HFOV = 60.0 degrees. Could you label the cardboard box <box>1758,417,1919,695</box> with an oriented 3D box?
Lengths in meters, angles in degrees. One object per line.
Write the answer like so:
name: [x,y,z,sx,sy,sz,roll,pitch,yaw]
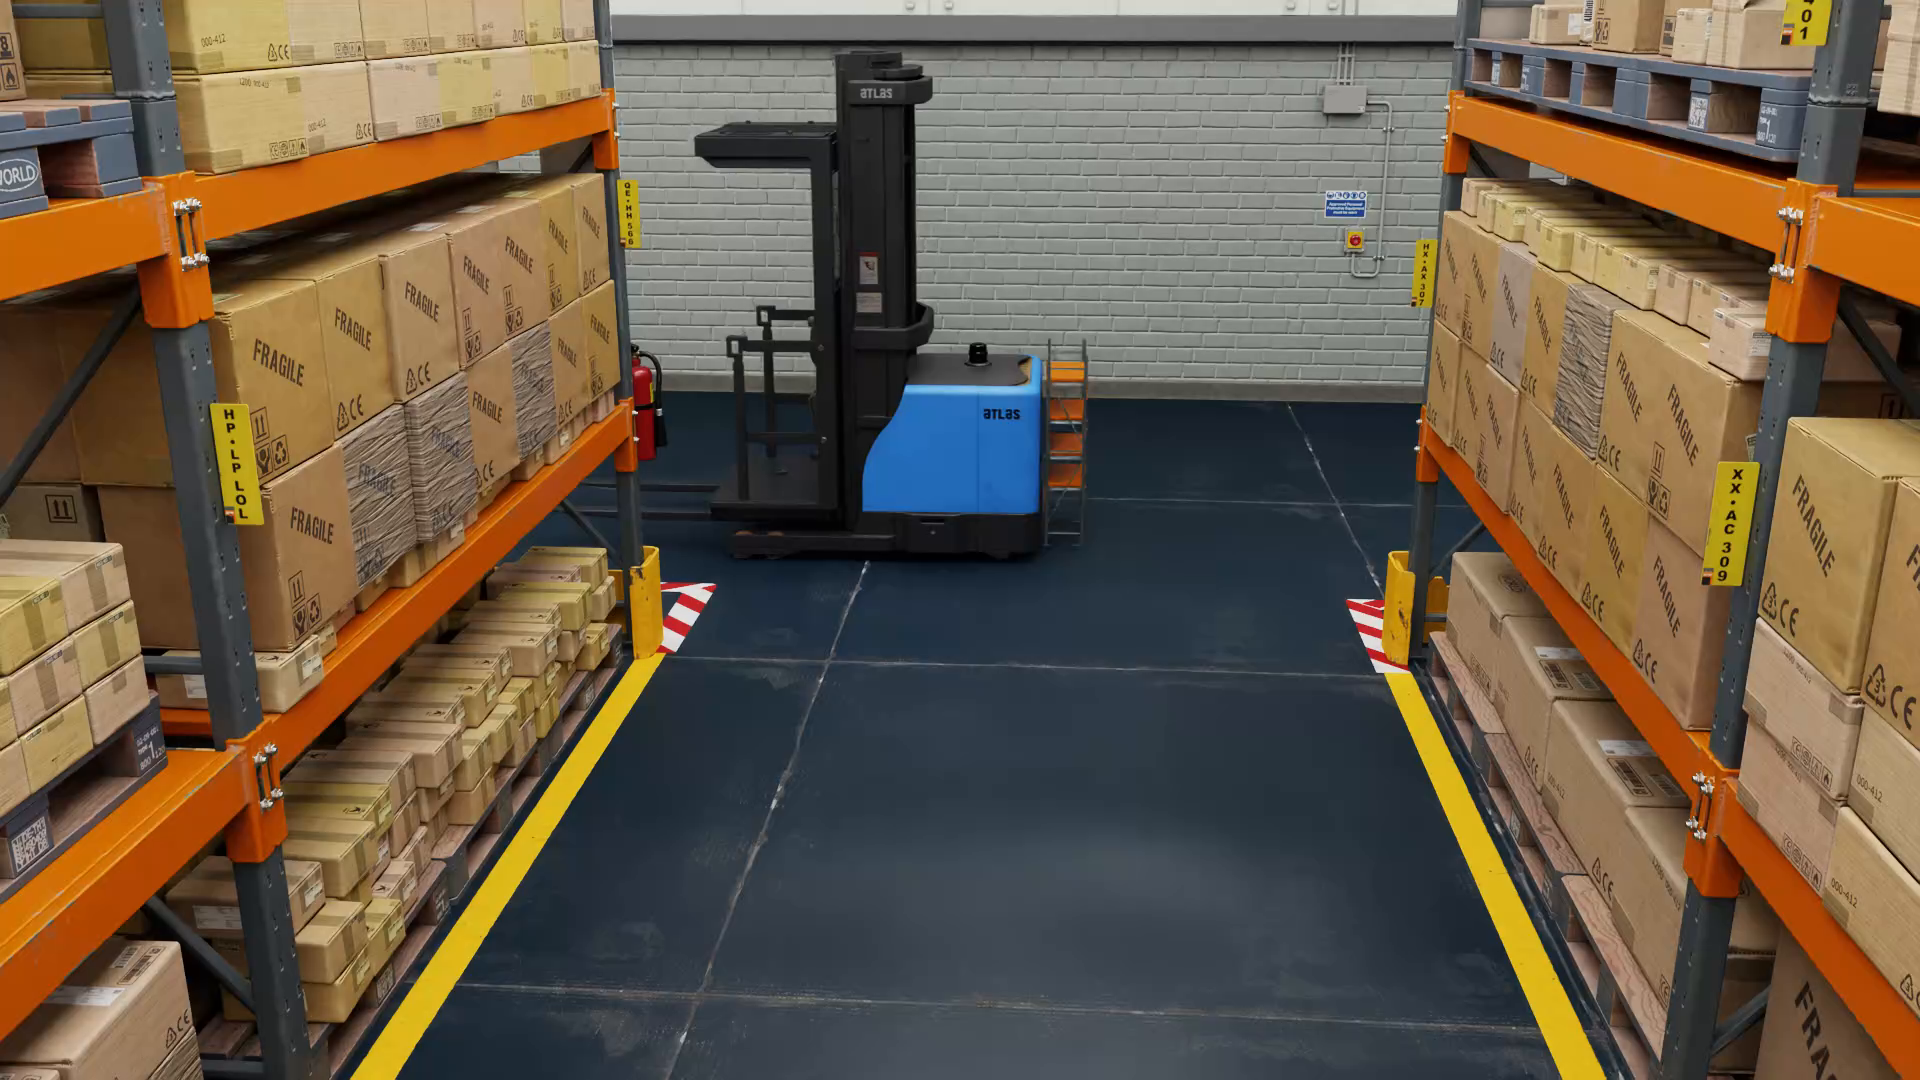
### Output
cardboard box: [2.184,0.029,3.750,0.500,0.500,0.500,1,18,5]

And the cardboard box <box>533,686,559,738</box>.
cardboard box: [-1.968,0.743,7.241,0.380,0.149,0.250,0,18,1]

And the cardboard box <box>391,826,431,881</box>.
cardboard box: [-2.143,1.151,5.997,0.380,0.149,0.250,1,18,3]

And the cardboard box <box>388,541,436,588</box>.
cardboard box: [-2.076,0.054,5.844,0.380,0.149,0.250,2,18,5]

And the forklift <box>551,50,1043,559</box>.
forklift: [-1.004,-1.439,10.106,3.031,2.935,1.130,1,18,3]

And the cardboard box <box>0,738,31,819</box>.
cardboard box: [-2.311,0.548,3.662,0.380,0.149,0.250,1,18,4]

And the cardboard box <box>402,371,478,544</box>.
cardboard box: [-2.055,-0.304,5.895,0.500,0.500,0.500,1,18,3]

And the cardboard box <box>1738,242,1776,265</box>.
cardboard box: [2.825,-0.899,5.542,0.380,0.149,0.250,1,18,4]

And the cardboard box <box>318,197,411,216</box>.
cardboard box: [-2.542,-1.112,6.756,0.500,0.500,0.500,1,18,3]

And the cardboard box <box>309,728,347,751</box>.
cardboard box: [-2.575,0.846,6.452,0.380,0.149,0.250,0,18,1]

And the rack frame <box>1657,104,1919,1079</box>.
rack frame: [2.502,0.422,4.319,1.000,3.000,0.127,1,18,4]

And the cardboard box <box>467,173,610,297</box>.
cardboard box: [-1.941,-1.416,7.683,0.500,0.500,0.500,1,18,3]

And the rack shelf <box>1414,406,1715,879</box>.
rack shelf: [2.645,0.142,6.326,1.077,0.370,4.000,1,18,4]

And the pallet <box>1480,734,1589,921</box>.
pallet: [2.719,1.132,6.628,1.003,0.211,1.213,1,18,4]

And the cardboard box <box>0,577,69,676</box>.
cardboard box: [-2.295,0.192,3.793,0.380,0.149,0.250,1,18,2]

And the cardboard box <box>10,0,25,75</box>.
cardboard box: [-2.663,-1.398,4.494,0.500,0.250,0.500,0,18,1]

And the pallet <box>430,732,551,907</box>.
pallet: [-2.345,1.078,6.793,1.003,0.211,1.213,1,18,4]

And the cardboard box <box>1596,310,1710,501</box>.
cardboard box: [2.305,-0.411,5.094,0.500,0.500,0.500,1,18,3]

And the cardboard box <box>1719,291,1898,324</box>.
cardboard box: [2.334,-0.591,4.603,0.380,0.149,0.250,2,18,5]

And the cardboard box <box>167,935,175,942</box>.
cardboard box: [-2.754,1.368,5.334,0.380,0.149,0.250,2,18,5]

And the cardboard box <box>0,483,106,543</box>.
cardboard box: [-2.690,-0.003,4.976,0.500,0.500,0.500,1,18,4]

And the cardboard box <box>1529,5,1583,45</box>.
cardboard box: [2.481,-2.041,6.586,0.380,0.149,0.250,2,18,6]

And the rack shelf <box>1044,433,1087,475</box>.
rack shelf: [0.657,-0.546,10.380,0.258,0.148,0.480,1,18,3]

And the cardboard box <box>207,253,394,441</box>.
cardboard box: [-2.145,-0.617,5.246,0.500,0.500,0.500,1,18,2]

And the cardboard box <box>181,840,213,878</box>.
cardboard box: [-2.698,1.019,5.446,0.380,0.149,0.250,2,18,5]

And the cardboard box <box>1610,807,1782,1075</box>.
cardboard box: [2.654,1.247,5.240,0.875,0.438,0.875,1,18,3]

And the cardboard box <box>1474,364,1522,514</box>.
cardboard box: [2.405,-0.410,6.697,0.500,0.500,0.500,1,18,4]

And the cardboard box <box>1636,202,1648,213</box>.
cardboard box: [2.975,-1.297,6.755,0.380,0.149,0.250,2,18,5]

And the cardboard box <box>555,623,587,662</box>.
cardboard box: [-1.945,0.446,7.671,0.380,0.149,0.250,1,18,2]

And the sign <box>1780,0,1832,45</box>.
sign: [1.948,-1.299,3.795,0.100,0.325,0.005,1,18,4]

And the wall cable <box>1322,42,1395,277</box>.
wall cable: [3.170,-3.070,13.293,0.585,1.953,0.123,1,18,4]

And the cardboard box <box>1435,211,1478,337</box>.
cardboard box: [2.470,-1.201,7.503,0.500,0.500,0.500,1,18,3]

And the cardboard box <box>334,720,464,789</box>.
cardboard box: [-2.068,0.790,6.143,0.380,0.149,0.250,2,18,5]

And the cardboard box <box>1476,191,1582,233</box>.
cardboard box: [2.406,-1.386,7.028,0.380,0.149,0.250,2,18,6]

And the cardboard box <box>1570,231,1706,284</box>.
cardboard box: [2.364,-0.984,5.802,0.380,0.149,0.250,1,18,4]

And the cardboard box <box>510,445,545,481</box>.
cardboard box: [-1.999,-0.357,7.099,0.380,0.149,0.250,0,18,1]

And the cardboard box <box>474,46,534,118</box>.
cardboard box: [-2.003,-1.794,6.505,0.500,0.250,0.500,2,18,6]

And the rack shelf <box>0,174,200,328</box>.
rack shelf: [-2.586,-0.120,2.310,1.077,0.370,4.000,1,18,4]

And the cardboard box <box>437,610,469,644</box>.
cardboard box: [-2.455,0.433,7.711,0.380,0.149,0.250,2,18,5]

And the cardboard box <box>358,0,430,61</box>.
cardboard box: [-2.079,-1.704,5.426,0.500,0.250,0.500,2,18,5]

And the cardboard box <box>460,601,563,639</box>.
cardboard box: [-1.990,0.382,7.389,0.380,0.149,0.250,1,18,2]

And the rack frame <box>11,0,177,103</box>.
rack frame: [-2.443,-2.508,3.626,1.000,3.000,0.127,1,18,4]

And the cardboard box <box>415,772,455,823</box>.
cardboard box: [-2.122,0.925,6.208,0.380,0.149,0.250,2,18,6]

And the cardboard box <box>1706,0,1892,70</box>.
cardboard box: [2.228,-1.392,4.419,0.396,0.266,0.258,2,18,6]

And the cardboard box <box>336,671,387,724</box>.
cardboard box: [-2.530,0.617,6.670,0.380,0.149,0.250,1,18,4]

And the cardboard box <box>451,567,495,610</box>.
cardboard box: [-2.432,0.216,7.895,0.380,0.149,0.250,2,18,5]

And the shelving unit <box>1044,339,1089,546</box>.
shelving unit: [0.657,-0.610,10.359,0.258,1.200,0.503,1,18,3]
